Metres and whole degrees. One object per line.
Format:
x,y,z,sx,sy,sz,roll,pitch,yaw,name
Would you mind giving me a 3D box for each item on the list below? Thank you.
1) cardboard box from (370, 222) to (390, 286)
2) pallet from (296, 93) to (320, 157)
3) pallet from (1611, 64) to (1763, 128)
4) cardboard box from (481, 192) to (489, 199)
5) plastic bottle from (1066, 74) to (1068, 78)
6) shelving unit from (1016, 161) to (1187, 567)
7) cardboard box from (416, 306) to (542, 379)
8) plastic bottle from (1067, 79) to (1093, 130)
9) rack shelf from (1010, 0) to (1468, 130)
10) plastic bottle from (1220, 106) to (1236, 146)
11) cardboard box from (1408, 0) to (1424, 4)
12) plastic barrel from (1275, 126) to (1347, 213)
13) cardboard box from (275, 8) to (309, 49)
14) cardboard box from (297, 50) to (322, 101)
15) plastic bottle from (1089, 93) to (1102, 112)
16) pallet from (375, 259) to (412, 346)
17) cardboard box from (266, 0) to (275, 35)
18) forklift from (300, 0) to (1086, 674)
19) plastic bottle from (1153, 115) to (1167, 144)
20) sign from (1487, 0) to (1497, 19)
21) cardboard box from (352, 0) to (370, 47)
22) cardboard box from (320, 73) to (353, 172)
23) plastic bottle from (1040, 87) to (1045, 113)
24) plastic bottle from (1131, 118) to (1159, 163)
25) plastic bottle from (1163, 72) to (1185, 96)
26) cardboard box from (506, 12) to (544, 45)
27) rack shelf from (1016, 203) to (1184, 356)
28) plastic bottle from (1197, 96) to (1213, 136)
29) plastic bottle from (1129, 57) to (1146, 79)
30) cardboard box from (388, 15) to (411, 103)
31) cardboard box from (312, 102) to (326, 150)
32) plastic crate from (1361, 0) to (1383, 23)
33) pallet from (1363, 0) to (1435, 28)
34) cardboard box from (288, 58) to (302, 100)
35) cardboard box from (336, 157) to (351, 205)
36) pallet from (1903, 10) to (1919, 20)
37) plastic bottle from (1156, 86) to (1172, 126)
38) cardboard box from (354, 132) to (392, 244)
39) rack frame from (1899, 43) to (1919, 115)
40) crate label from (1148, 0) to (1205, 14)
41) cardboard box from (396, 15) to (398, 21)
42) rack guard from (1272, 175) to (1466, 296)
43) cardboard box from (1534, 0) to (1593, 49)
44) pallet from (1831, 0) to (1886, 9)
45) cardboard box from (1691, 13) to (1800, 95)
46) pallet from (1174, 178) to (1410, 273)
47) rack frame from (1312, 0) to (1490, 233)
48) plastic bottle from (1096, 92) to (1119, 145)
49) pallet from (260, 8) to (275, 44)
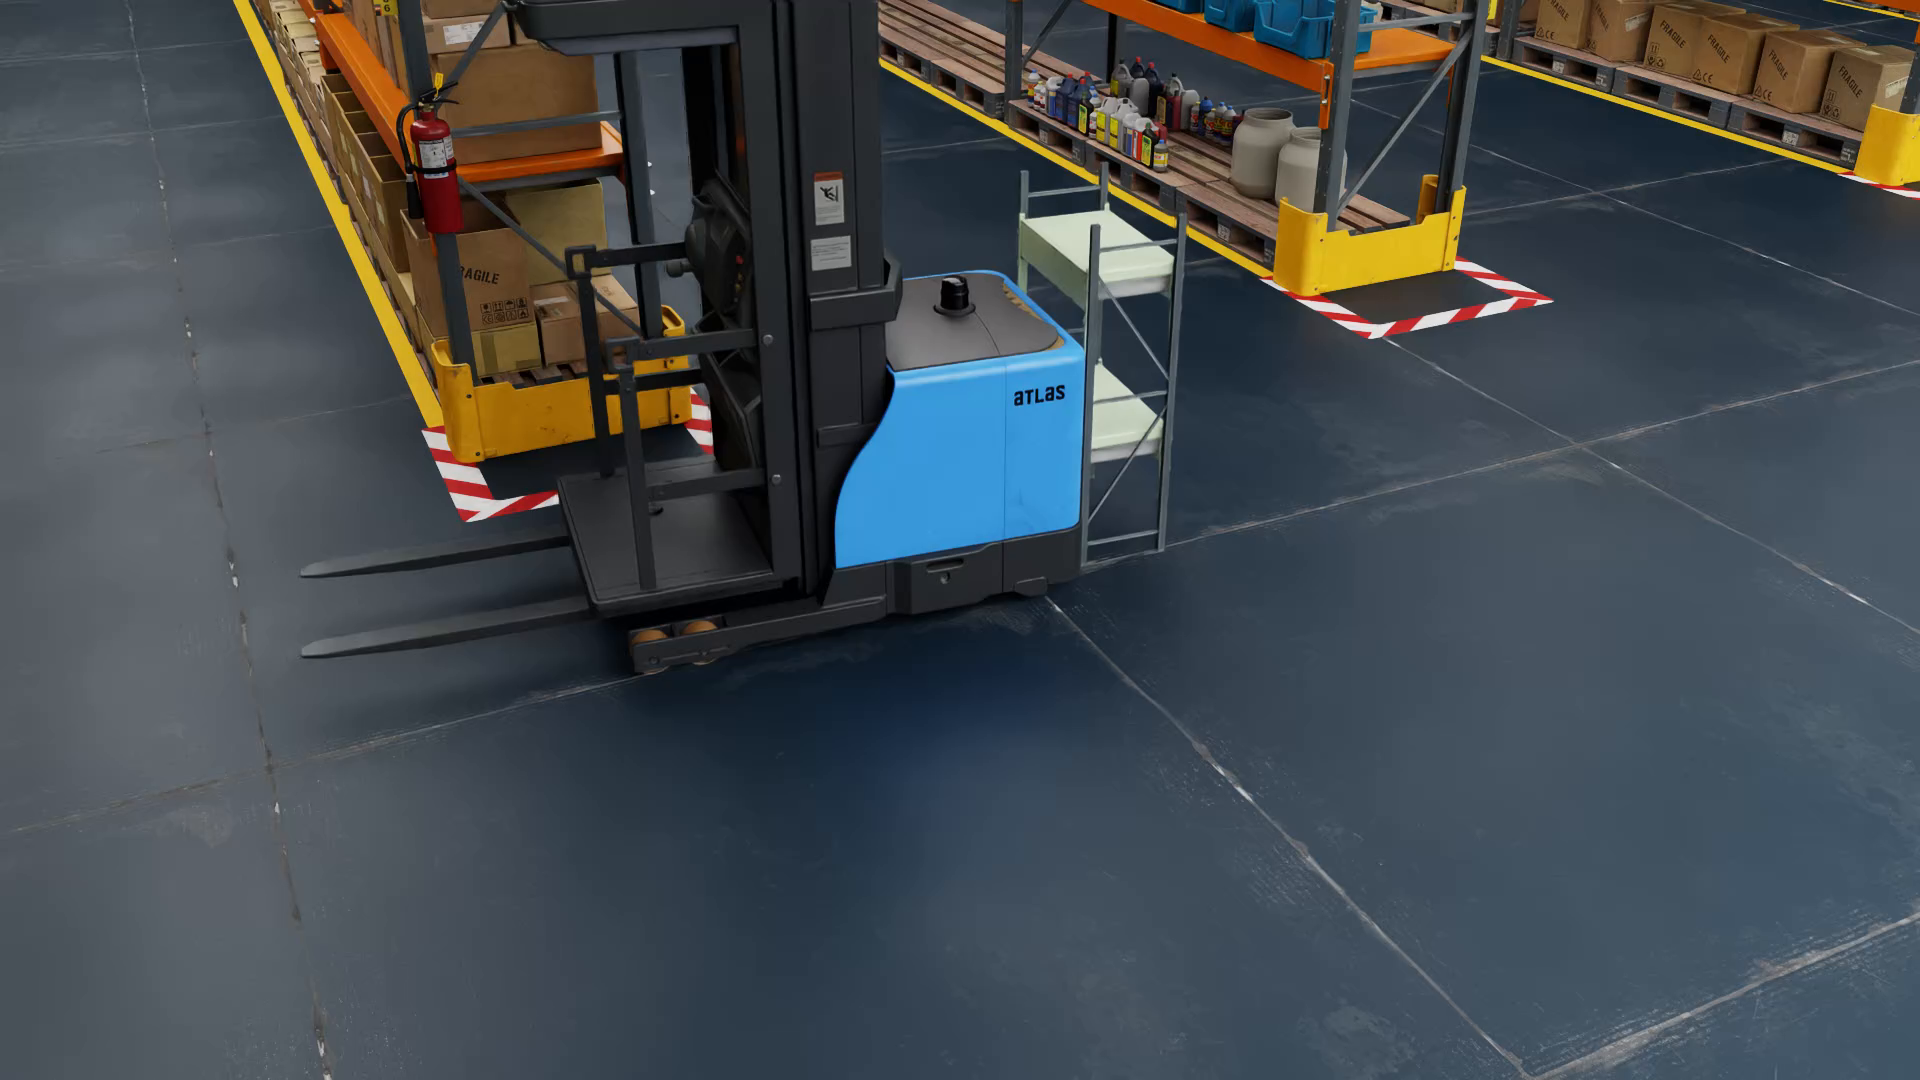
-3.086,-1.690,9.579,0.500,0.250,0.500,-13,32,-22,cardboard box
-4.530,-3.279,12.882,1.003,0.211,1.213,-13,32,-22,pallet
6.146,-3.672,13.582,1.003,0.211,1.213,-13,32,-22,pallet
-2.406,-1.905,9.195,0.500,0.500,0.500,-13,32,-22,cardboard box
0.825,-3.337,12.461,0.061,0.283,0.133,-13,32,-22,plastic bottle
0.563,-0.743,7.042,0.431,1.500,0.755,-10,31,-17,shelving unit
-2.431,-1.030,8.402,0.500,0.250,0.500,-13,32,-22,cardboard box
0.877,-3.186,12.124,0.144,0.351,0.185,-15,32,-24,plastic bottle
1.683,-3.479,11.124,1.077,0.370,4.000,-13,32,-22,rack shelf
1.897,-2.929,11.747,0.097,0.271,0.097,0,29,0,plastic bottle
4.625,-5.556,16.197,0.700,0.500,0.500,-16,33,-26,cardboard box
2.190,-2.282,10.368,0.421,0.512,0.421,0,29,0,plastic barrel
-5.175,-4.110,13.322,0.500,0.311,0.500,-14,32,-23,cardboard box
-4.525,-3.435,12.117,0.500,0.311,0.500,-13,32,-22,cardboard box
0.974,-3.094,12.041,0.097,0.271,0.097,0,29,0,plastic bottle
-2.820,-1.522,9.749,1.003,0.211,1.213,-13,32,-22,pallet
-5.982,-4.871,14.975,0.500,0.500,0.500,-12,31,-20,cardboard box
-1.075,-1.058,6.141,3.031,2.935,1.130,-10,31,-17,forklift
1.370,-2.776,11.461,0.061,0.283,0.133,-13,32,-22,plastic bottle
3.040,-3.144,9.507,0.100,0.325,0.005,-13,32,-22,sign
-3.223,-3.256,9.887,0.700,0.500,0.500,-13,32,-22,cardboard box
-3.735,-2.679,10.575,0.500,0.500,0.500,-13,32,-22,cardboard box
0.652,-3.325,12.525,0.097,0.201,0.097,0,29,0,plastic bottle
1.274,-2.750,11.422,0.152,0.276,0.135,-13,32,-22,plastic bottle
1.582,-3.262,12.259,0.144,0.351,0.185,-13,32,-22,plastic bottle
-1.908,-2.416,7.727,0.380,0.149,0.250,-13,32,-22,cardboard box
0.563,-1.084,6.851,0.431,0.370,0.720,-10,31,-17,rack shelf
1.767,-3.063,11.985,0.097,0.271,0.097,0,29,0,plastic bottle
1.361,-3.489,12.664,0.144,0.351,0.185,-14,32,-23,plastic bottle
-2.560,-2.575,8.674,0.700,0.500,0.500,-13,32,-22,cardboard box
-4.306,-2.968,11.859,0.500,0.250,0.500,-14,32,-23,cardboard box
2.448,-3.258,10.262,0.298,0.136,0.250,-13,32,-22,plastic crate
4.434,-5.384,16.635,1.003,0.211,1.213,-13,32,-22,pallet
-4.963,-3.646,13.067,0.500,0.250,0.500,-14,32,-23,cardboard box
-3.726,-2.354,10.762,0.500,0.250,0.500,-13,32,-22,cardboard box
10.076,-5.145,16.209,1.003,0.211,1.213,-13,32,-22,pallet
1.501,-3.200,12.216,0.061,0.283,0.133,-13,32,-22,plastic bottle
-3.089,-2.017,9.394,0.500,0.500,0.500,-13,32,-22,cardboard box
7.015,-3.950,11.227,1.000,3.000,0.127,-13,32,-22,rack frame
1.507,-3.681,10.712,0.502,0.435,0.616,-13,32,-22,crate label
-2.493,-2.555,7.974,0.380,0.149,0.250,-14,32,-23,cardboard box
2.466,-1.843,10.026,1.175,0.500,0.348,-13,32,-22,rack guard
5.433,-4.624,14.557,0.500,0.500,0.500,-14,32,-23,cardboard box
9.421,-5.822,17.417,1.003,0.211,1.213,-13,32,-22,pallet
6.223,-3.859,13.192,0.500,0.500,0.500,-10,31,-17,cardboard box
2.122,-2.077,10.739,1.003,0.211,1.213,-13,32,-22,pallet
2.541,-2.910,9.372,1.000,3.000,0.127,-13,32,-22,rack frame
1.060,-2.998,11.789,0.144,0.351,0.185,-13,32,-22,plastic bottle
-6.174,-5.065,16.067,1.003,0.211,1.213,-13,32,-22,pallet
